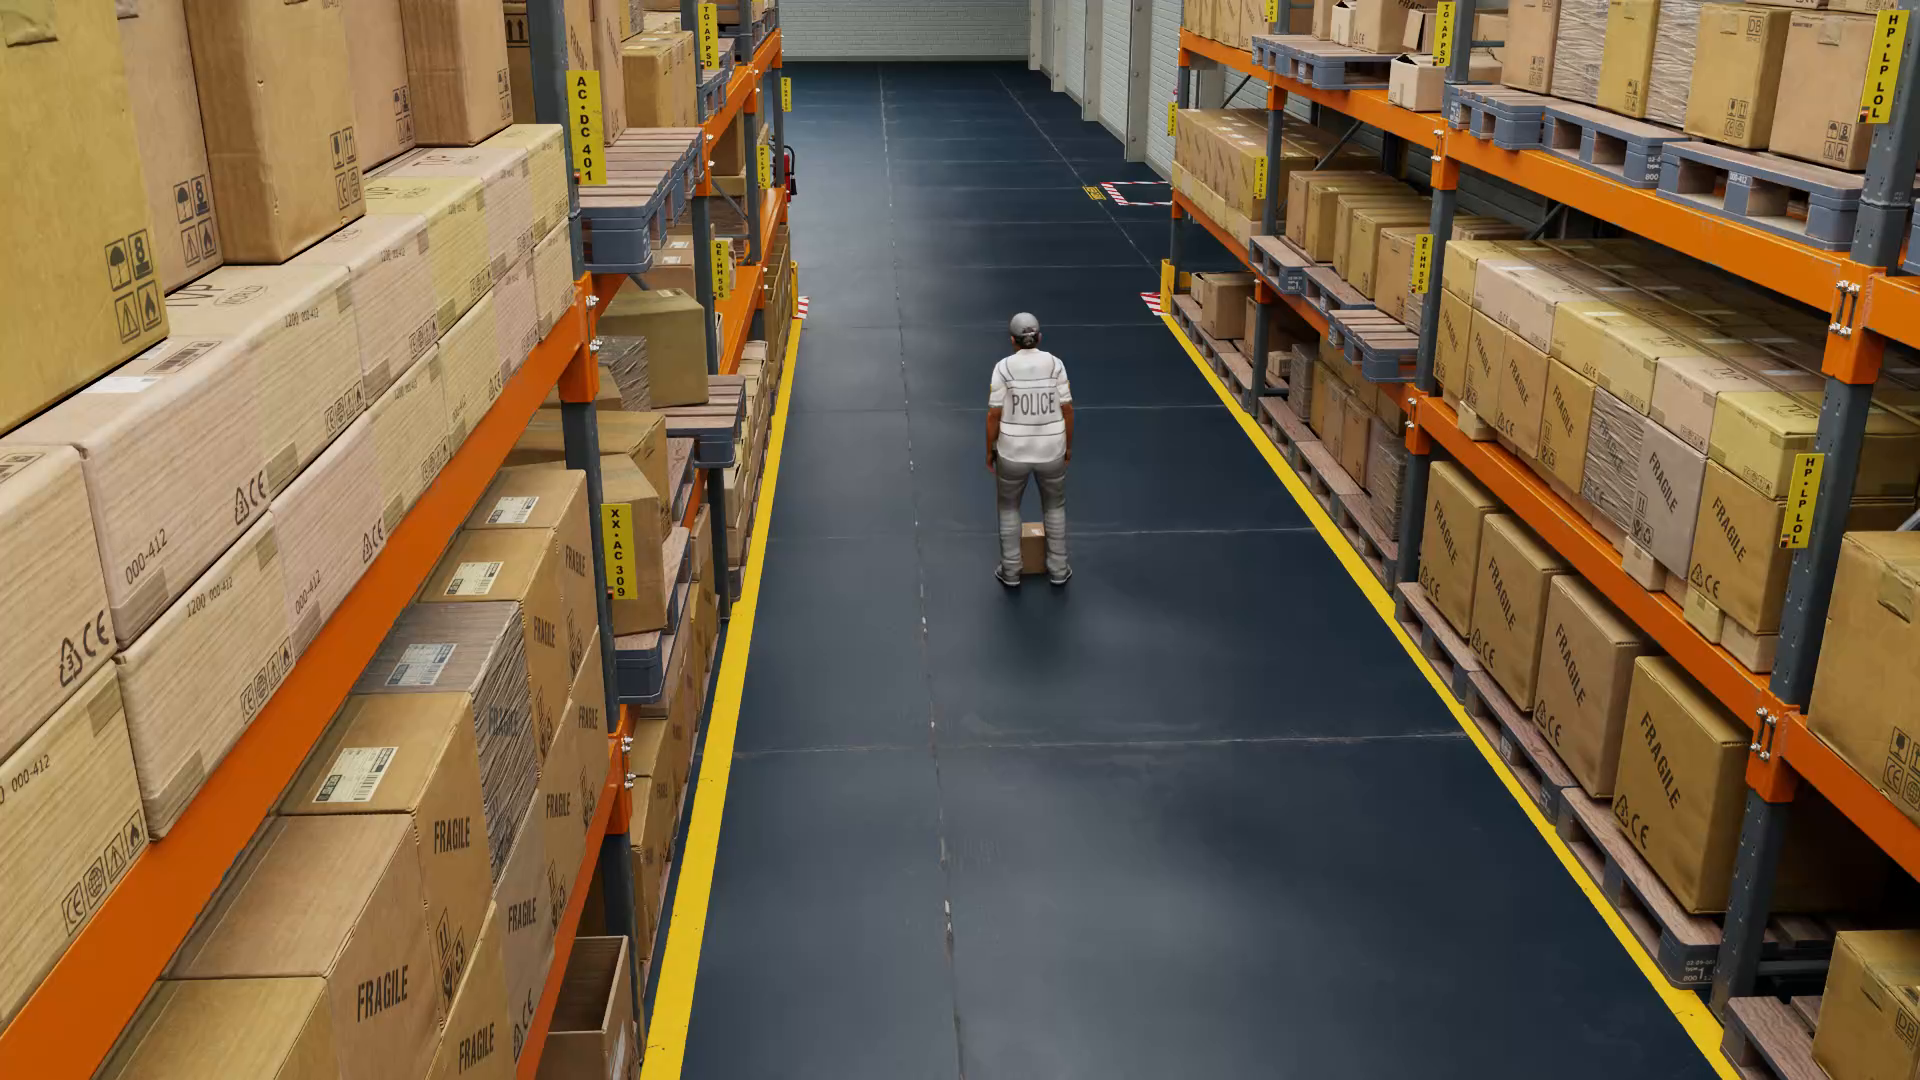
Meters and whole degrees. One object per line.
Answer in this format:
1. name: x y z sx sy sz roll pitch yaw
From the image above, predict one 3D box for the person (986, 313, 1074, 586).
1. person: 0.427 -0.534 9.996 0.561 1.665 0.471 -2 21 -6
